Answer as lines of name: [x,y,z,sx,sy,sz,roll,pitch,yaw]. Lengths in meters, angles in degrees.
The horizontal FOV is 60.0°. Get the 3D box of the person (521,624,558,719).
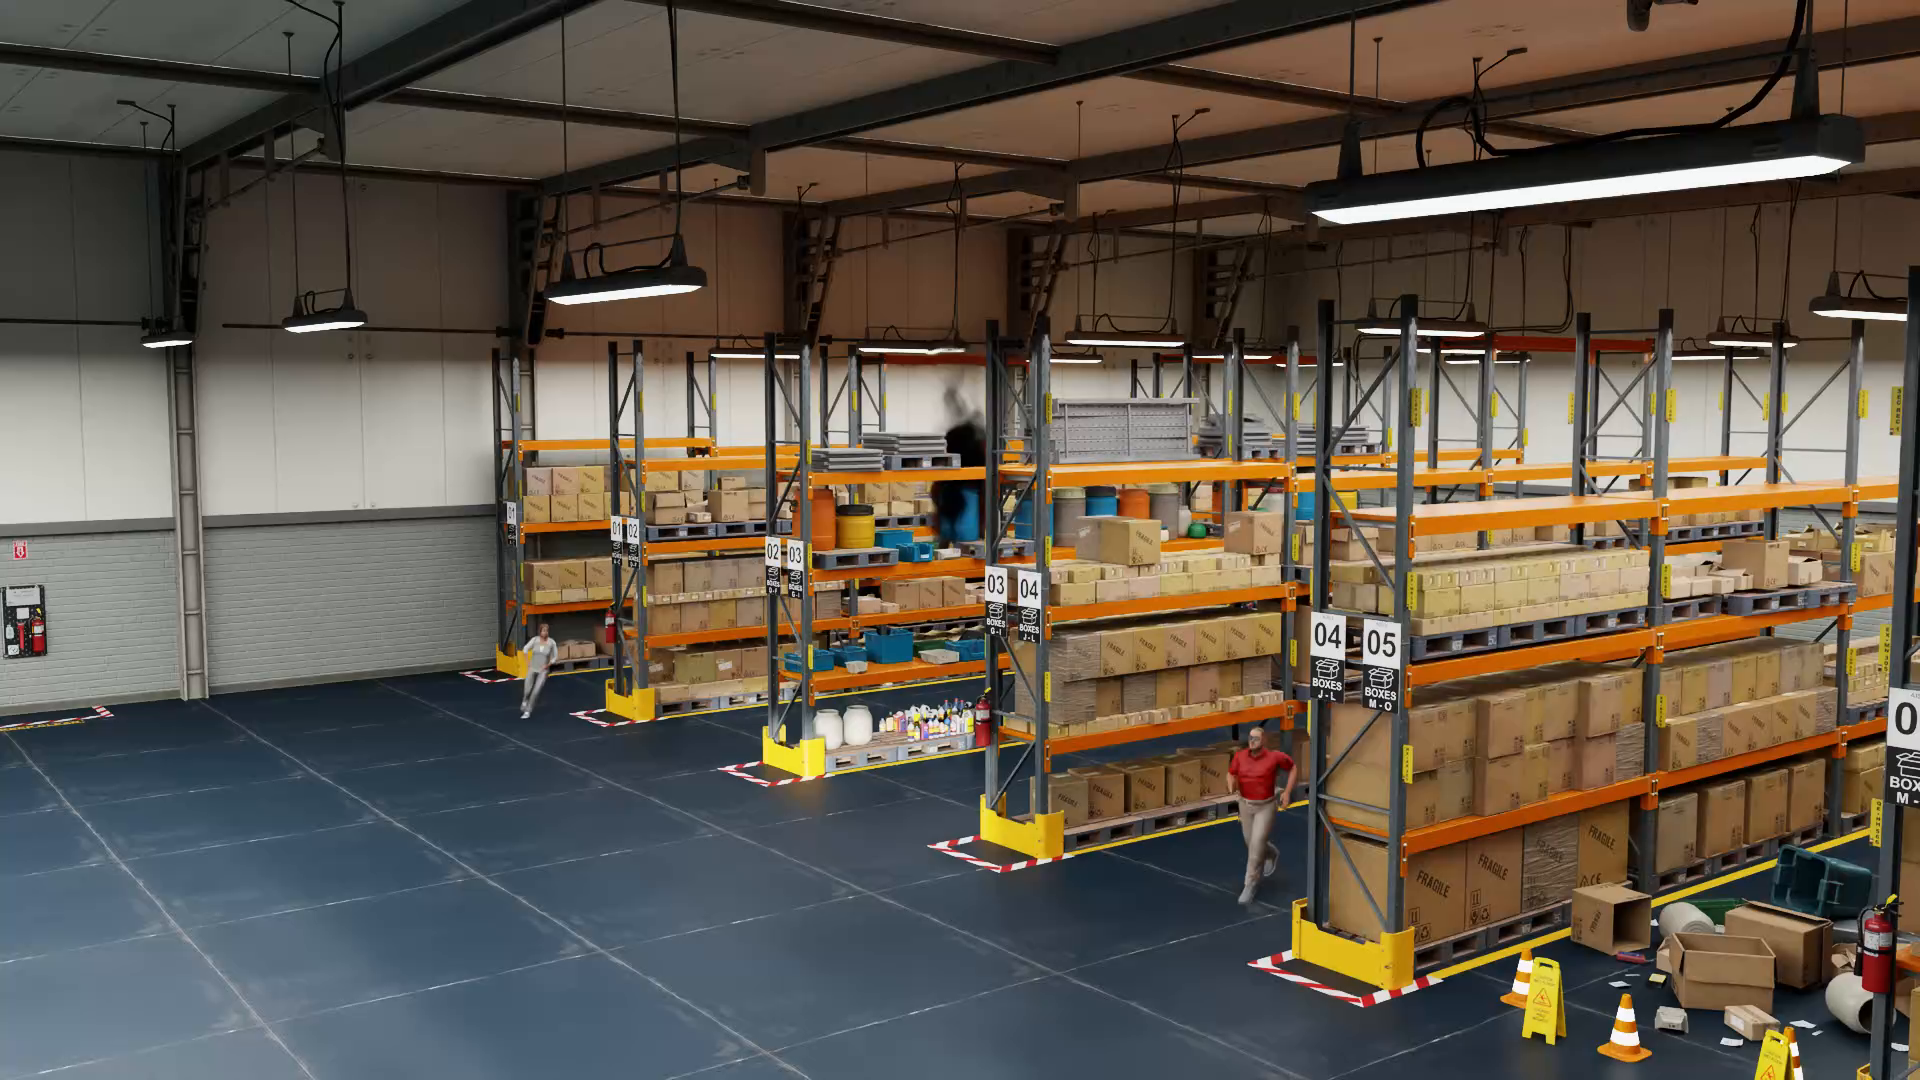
person: [-6.716,2.080,26.509,0.618,1.513,0.543,-1,5,-10]

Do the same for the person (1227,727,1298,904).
person: [3.099,2.801,17.240,0.692,1.761,0.992,3,6,34]
